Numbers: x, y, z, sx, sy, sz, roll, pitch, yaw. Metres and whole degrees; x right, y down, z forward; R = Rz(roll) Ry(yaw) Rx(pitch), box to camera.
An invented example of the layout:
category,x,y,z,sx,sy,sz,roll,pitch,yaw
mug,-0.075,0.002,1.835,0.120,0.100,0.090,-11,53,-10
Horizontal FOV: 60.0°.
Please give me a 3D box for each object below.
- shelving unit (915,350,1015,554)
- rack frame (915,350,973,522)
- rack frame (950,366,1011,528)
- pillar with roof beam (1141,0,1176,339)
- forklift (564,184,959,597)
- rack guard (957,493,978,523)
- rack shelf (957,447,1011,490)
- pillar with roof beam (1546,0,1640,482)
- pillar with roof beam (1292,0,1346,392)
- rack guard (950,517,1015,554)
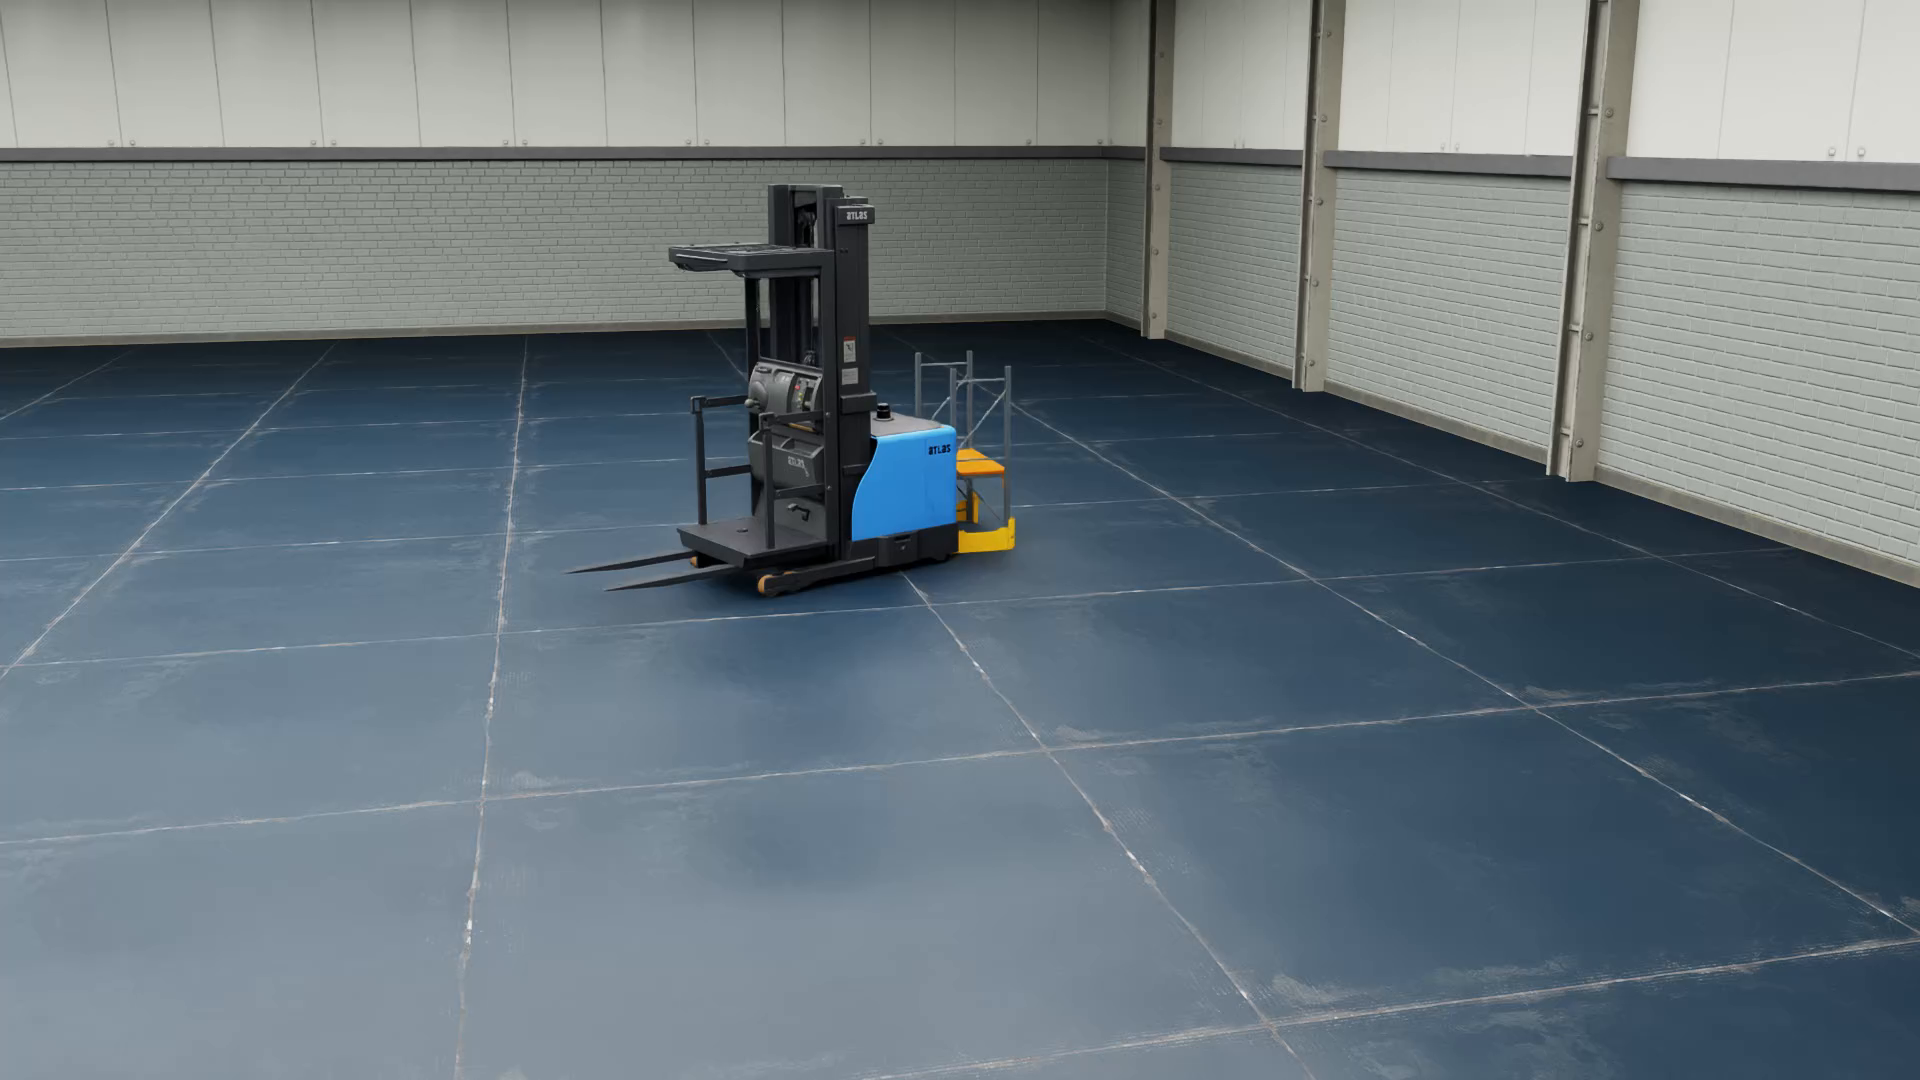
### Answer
category,x,y,z,sx,sy,sz,roll,pitch,yaw
shelving unit,0.016,-0.759,13.874,0.587,1.500,1.083,-4,14,-17
rack frame,-0.136,-0.876,14.354,0.500,1.500,0.032,-4,14,-17
rack frame,0.163,-0.646,13.410,0.500,1.500,0.032,-4,14,-17
pillar with roof beam,-0.951,-7.522,25.756,9.100,9.000,0.400,-3,14,-13
forklift,-1.484,-1.143,12.431,3.031,2.935,1.130,-11,17,-37
rack guard,-0.130,-0.265,14.485,0.587,0.250,0.087,-4,14,-17
rack shelf,0.014,-0.586,13.925,0.538,0.185,1.000,-4,14,-17
pillar with roof beam,1.868,-4.754,14.425,9.100,9.000,0.400,-3,14,-13
pillar with roof beam,0.459,-6.138,20.090,9.100,9.000,0.400,-3,14,-13
rack guard,0.163,-0.039,13.560,0.587,0.250,0.087,-4,14,-17
